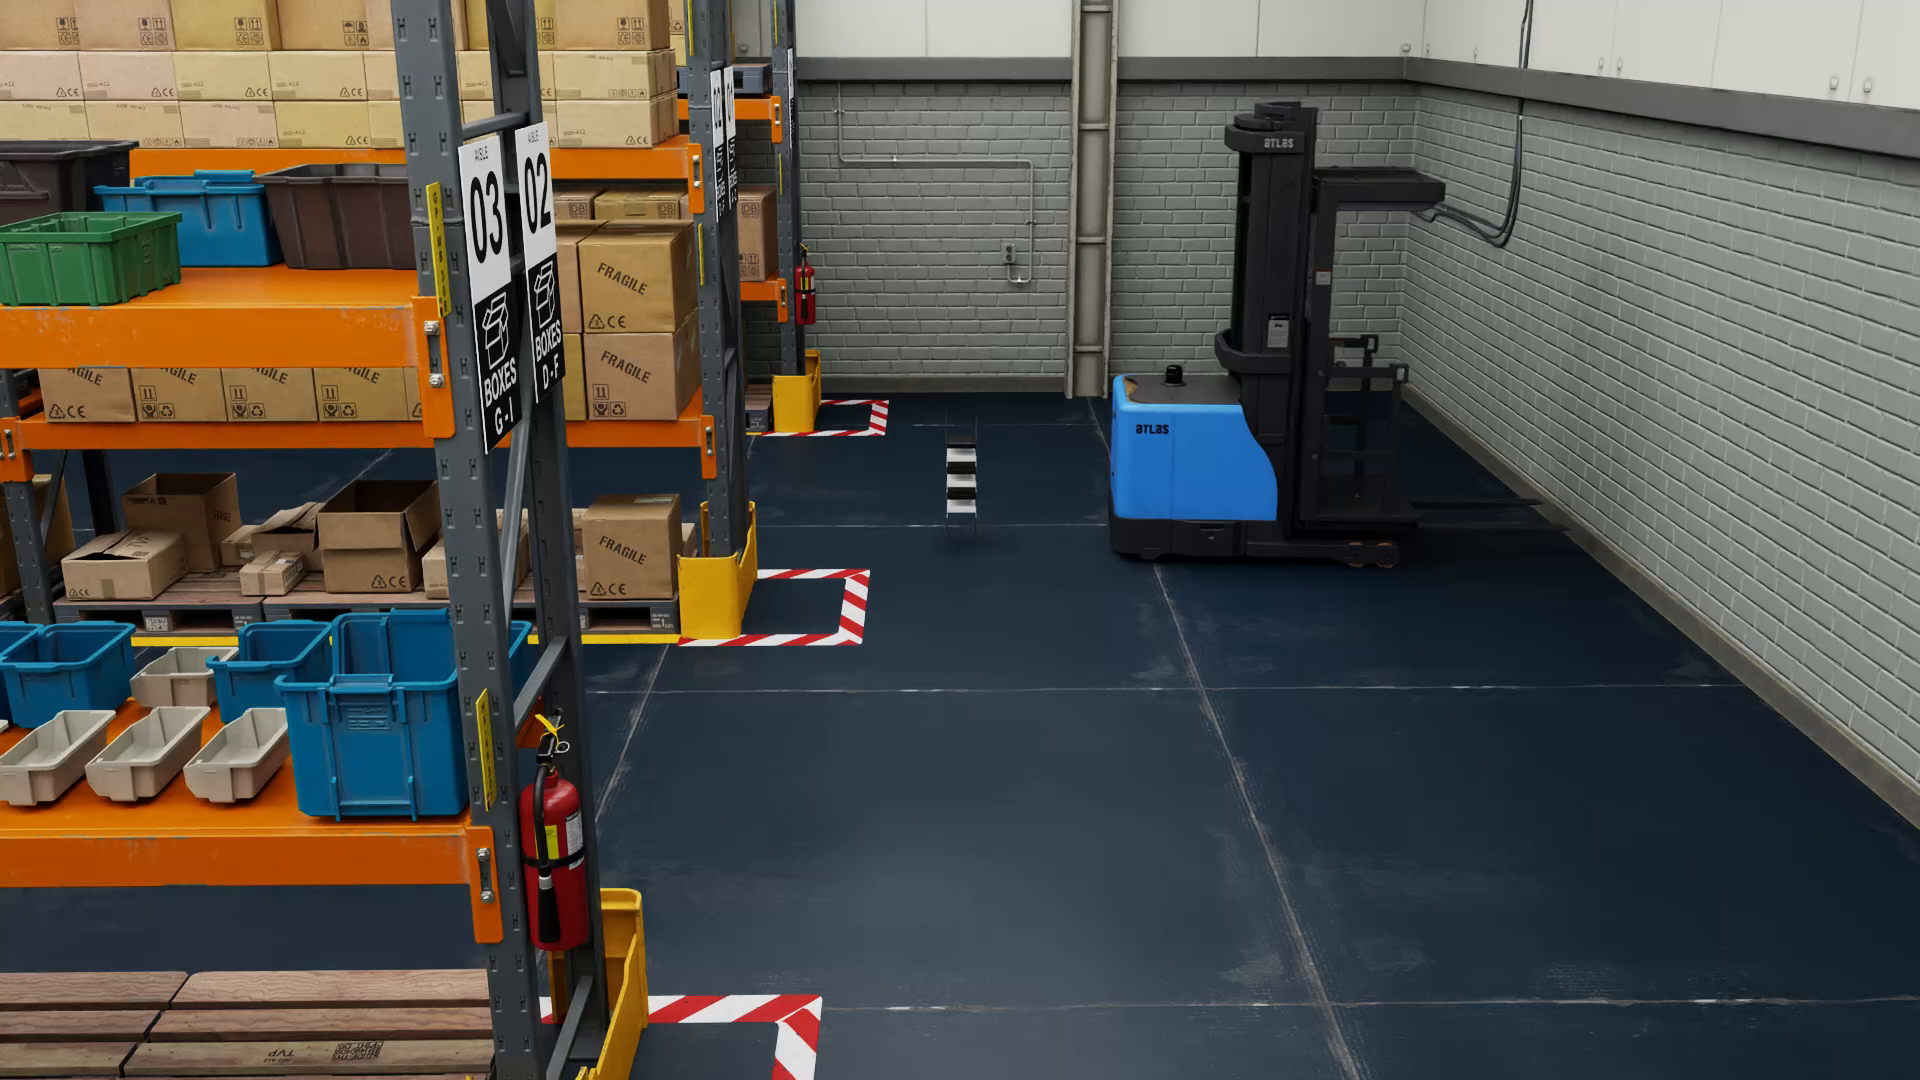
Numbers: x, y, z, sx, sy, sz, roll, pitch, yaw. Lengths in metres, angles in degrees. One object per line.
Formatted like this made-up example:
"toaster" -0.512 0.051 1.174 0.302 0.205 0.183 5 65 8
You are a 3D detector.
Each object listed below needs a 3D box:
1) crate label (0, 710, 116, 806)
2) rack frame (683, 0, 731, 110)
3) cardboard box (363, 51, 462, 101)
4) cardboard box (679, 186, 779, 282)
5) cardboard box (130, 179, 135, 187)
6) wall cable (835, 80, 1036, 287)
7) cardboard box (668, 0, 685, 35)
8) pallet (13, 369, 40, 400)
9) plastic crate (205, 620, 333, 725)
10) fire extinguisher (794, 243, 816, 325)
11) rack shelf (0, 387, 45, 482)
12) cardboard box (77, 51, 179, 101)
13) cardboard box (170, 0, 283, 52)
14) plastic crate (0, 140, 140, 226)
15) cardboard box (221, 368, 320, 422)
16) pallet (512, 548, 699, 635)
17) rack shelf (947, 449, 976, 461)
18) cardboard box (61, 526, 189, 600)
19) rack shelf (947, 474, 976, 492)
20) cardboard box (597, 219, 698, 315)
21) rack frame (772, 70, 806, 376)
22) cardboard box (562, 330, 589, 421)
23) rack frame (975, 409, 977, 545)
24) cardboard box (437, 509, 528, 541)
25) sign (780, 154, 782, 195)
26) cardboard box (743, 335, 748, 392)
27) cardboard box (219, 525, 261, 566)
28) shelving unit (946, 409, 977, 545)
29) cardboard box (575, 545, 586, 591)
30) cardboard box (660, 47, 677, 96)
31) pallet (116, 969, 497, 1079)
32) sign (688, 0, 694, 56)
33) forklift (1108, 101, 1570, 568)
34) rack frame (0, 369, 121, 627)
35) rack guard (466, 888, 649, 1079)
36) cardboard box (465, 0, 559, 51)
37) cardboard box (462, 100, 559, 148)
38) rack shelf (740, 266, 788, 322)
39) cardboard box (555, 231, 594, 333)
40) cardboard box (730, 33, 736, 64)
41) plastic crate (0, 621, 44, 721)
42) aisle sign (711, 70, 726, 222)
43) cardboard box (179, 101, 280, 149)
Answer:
"crate label" -2.706 0.649 4.946 0.243 0.136 0.396 0 18 -1
"rack frame" -1.400 -3.882 8.917 0.127 3.000 1.000 0 18 -1
"cardboard box" -2.910 -2.536 9.060 0.500 0.250 0.500 0 18 -1
"cardboard box" -1.992 -2.676 14.487 0.700 0.700 0.980 1 18 2
"cardboard box" -6.966 -2.993 14.055 0.500 0.250 0.500 0 18 0
"wall cable" -0.217 -3.317 15.314 1.851 1.984 0.084 0 18 -1
"cardboard box" -2.209 -4.413 13.650 0.500 0.500 0.500 0 18 -1
"pallet" -6.200 -0.944 9.895 1.213 0.211 1.003 0 18 -1
"plastic crate" -2.236 0.442 5.434 0.300 0.233 0.416 0 18 -1
"fire extinguisher" -1.324 -2.184 14.181 0.183 0.674 0.296 0 18 -1
"rack shelf" -7.399 -0.654 9.853 4.000 0.370 1.077 0 18 -1
"cardboard box" -4.409 -2.531 9.042 0.500 0.250 0.500 0 18 -1
"cardboard box" -3.912 -2.936 9.077 0.500 0.500 0.700 0 18 -1
"plastic crate" -2.857 -0.988 4.907 0.767 0.338 0.504 0 18 -1
"cardboard box" -3.873 -0.978 9.522 0.500 0.500 0.500 0 18 -1
"pallet" -2.273 0.307 10.245 1.213 0.211 1.003 0 18 -1
"rack shelf" 0.008 -0.568 11.365 0.200 0.077 0.258 0 18 -1
"cardboard box" -4.976 0.129 9.917 0.500 0.311 0.500 0 18 -1
"rack shelf" 0.008 -0.397 11.420 0.200 0.077 0.258 0 18 -1
"cardboard box" -1.848 -1.628 9.910 0.500 0.500 0.500 0 18 1
"rack frame" -1.482 -2.538 14.550 0.127 3.000 1.000 0 18 -1
"cardboard box" -2.362 -0.984 9.541 0.500 0.500 0.500 0 18 0
"rack frame" 0.110 -0.429 11.412 0.006 0.900 0.240 0 18 -1
"cardboard box" -2.948 -0.005 10.433 0.500 0.250 0.500 0 18 -1
"sign" -1.487 -3.037 13.820 0.005 0.325 0.100 0 18 -1
"cardboard box" -2.180 -1.514 14.762 0.500 0.500 0.700 0 18 -1
"cardboard box" -4.460 0.032 10.483 0.250 0.149 0.380 0 18 -1
"shelving unit" 0.008 -0.429 11.410 0.210 0.900 0.258 0 18 -1
"cardboard box" -2.346 0.167 10.036 0.250 0.166 0.380 0 18 -1
"cardboard box" -1.918 -2.697 9.562 0.500 0.250 0.500 0 18 -1
"pallet" -2.151 1.807 5.568 1.213 0.211 1.003 0 18 -1
"sign" -1.411 -2.706 8.711 0.005 0.325 0.100 0 18 -1
"forklift" 2.554 -1.377 11.042 3.031 2.935 1.130 1 18 2
"rack frame" -5.399 -1.006 9.773 0.127 3.000 1.000 0 18 -1
"rack guard" -1.302 1.674 5.512 0.348 0.500 1.175 0 18 -1
"cardboard box" -2.415 -2.993 9.257 0.500 0.500 0.700 0 18 -1
"cardboard box" -2.410 -2.300 9.142 0.500 0.250 0.500 0 18 -1
"rack shelf" -3.482 -2.186 14.630 4.000 0.370 1.077 0 18 -1
"cardboard box" -2.346 -1.460 9.389 0.500 0.500 0.500 0 18 1
"cardboard box" -2.216 -4.214 14.258 0.500 0.250 0.500 1 18 2
"plastic crate" -3.194 0.447 5.419 0.300 0.233 0.416 0 18 -1
"aisle sign" -1.327 -2.170 9.146 0.004 0.787 0.394 0 18 -1
"cardboard box" -3.909 -2.293 9.120 0.500 0.250 0.500 0 18 -1
